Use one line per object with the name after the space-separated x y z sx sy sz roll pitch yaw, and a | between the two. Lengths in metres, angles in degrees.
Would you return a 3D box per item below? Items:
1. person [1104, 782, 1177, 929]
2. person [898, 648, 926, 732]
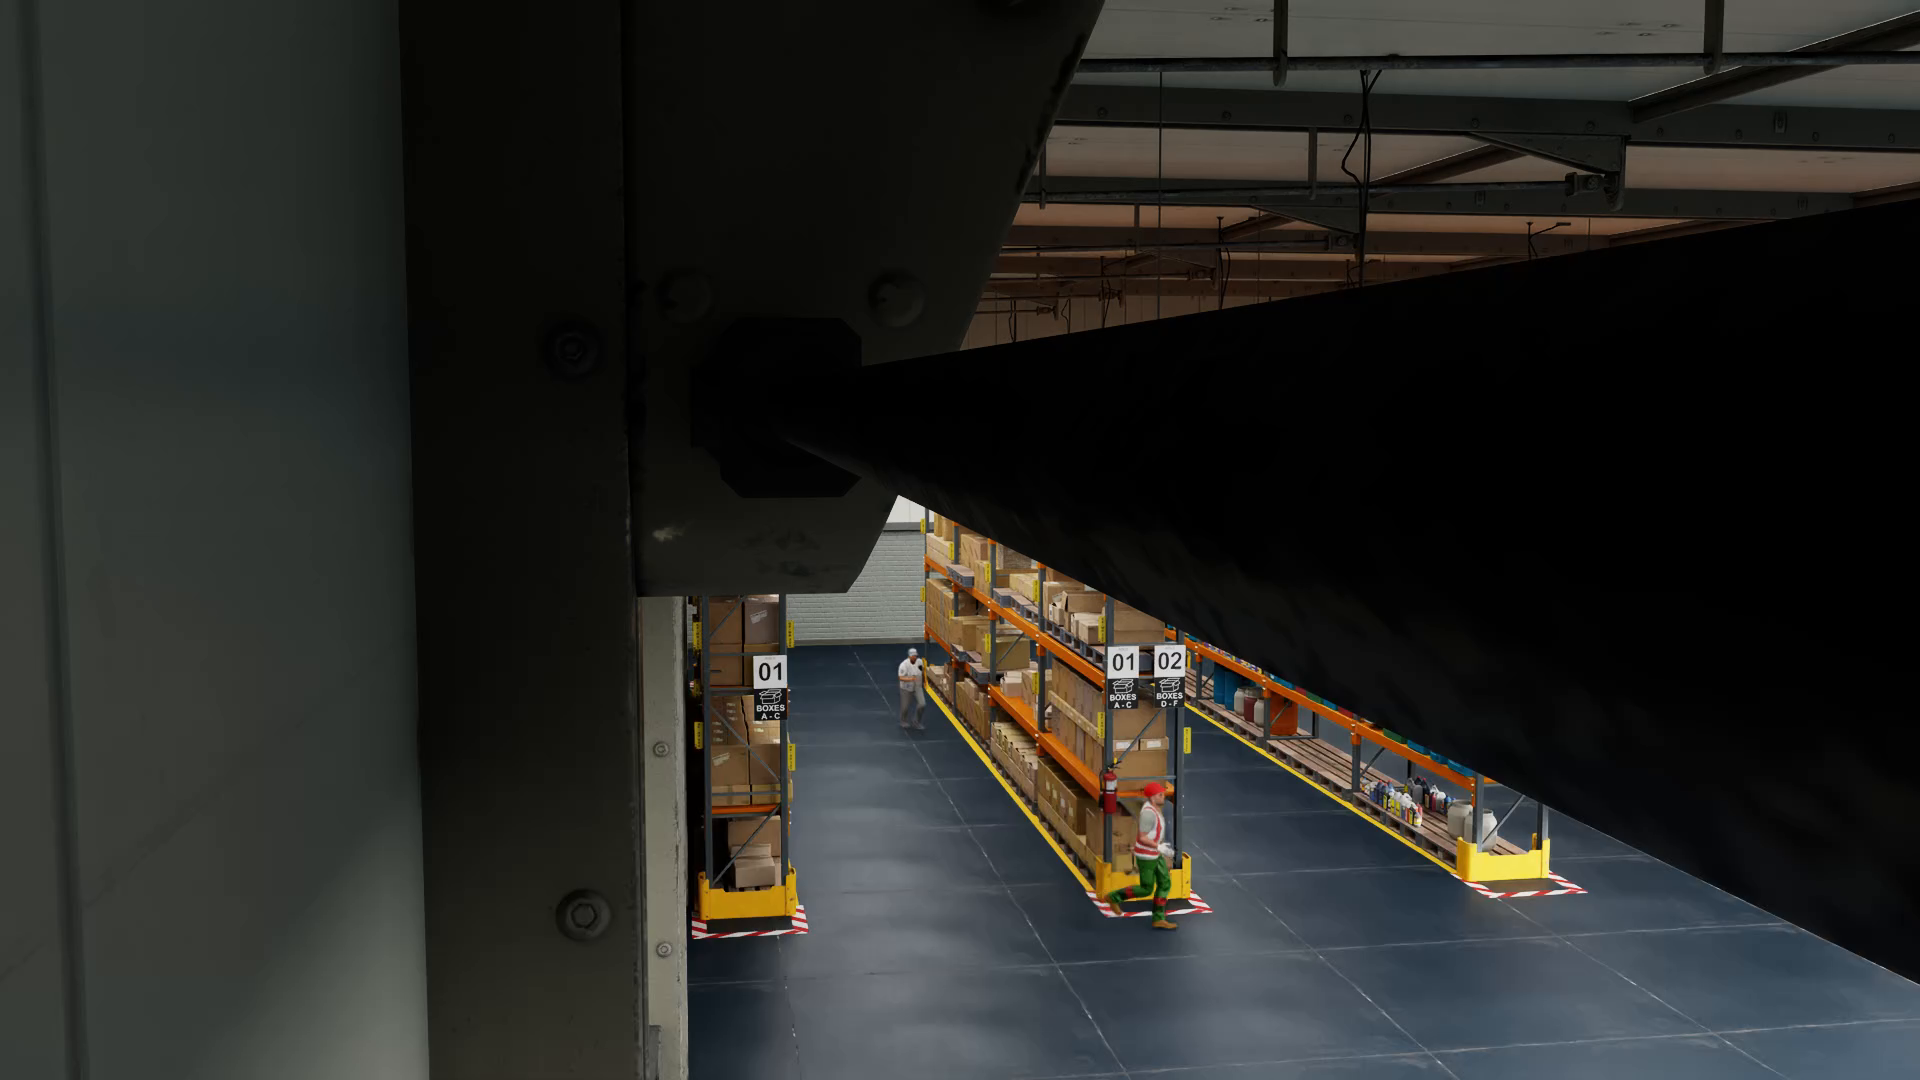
2.161 3.724 19.716 0.864 1.748 0.637 1 5 16 | person
-0.897 2.803 31.207 0.607 1.593 0.905 -2 5 -19 | person
